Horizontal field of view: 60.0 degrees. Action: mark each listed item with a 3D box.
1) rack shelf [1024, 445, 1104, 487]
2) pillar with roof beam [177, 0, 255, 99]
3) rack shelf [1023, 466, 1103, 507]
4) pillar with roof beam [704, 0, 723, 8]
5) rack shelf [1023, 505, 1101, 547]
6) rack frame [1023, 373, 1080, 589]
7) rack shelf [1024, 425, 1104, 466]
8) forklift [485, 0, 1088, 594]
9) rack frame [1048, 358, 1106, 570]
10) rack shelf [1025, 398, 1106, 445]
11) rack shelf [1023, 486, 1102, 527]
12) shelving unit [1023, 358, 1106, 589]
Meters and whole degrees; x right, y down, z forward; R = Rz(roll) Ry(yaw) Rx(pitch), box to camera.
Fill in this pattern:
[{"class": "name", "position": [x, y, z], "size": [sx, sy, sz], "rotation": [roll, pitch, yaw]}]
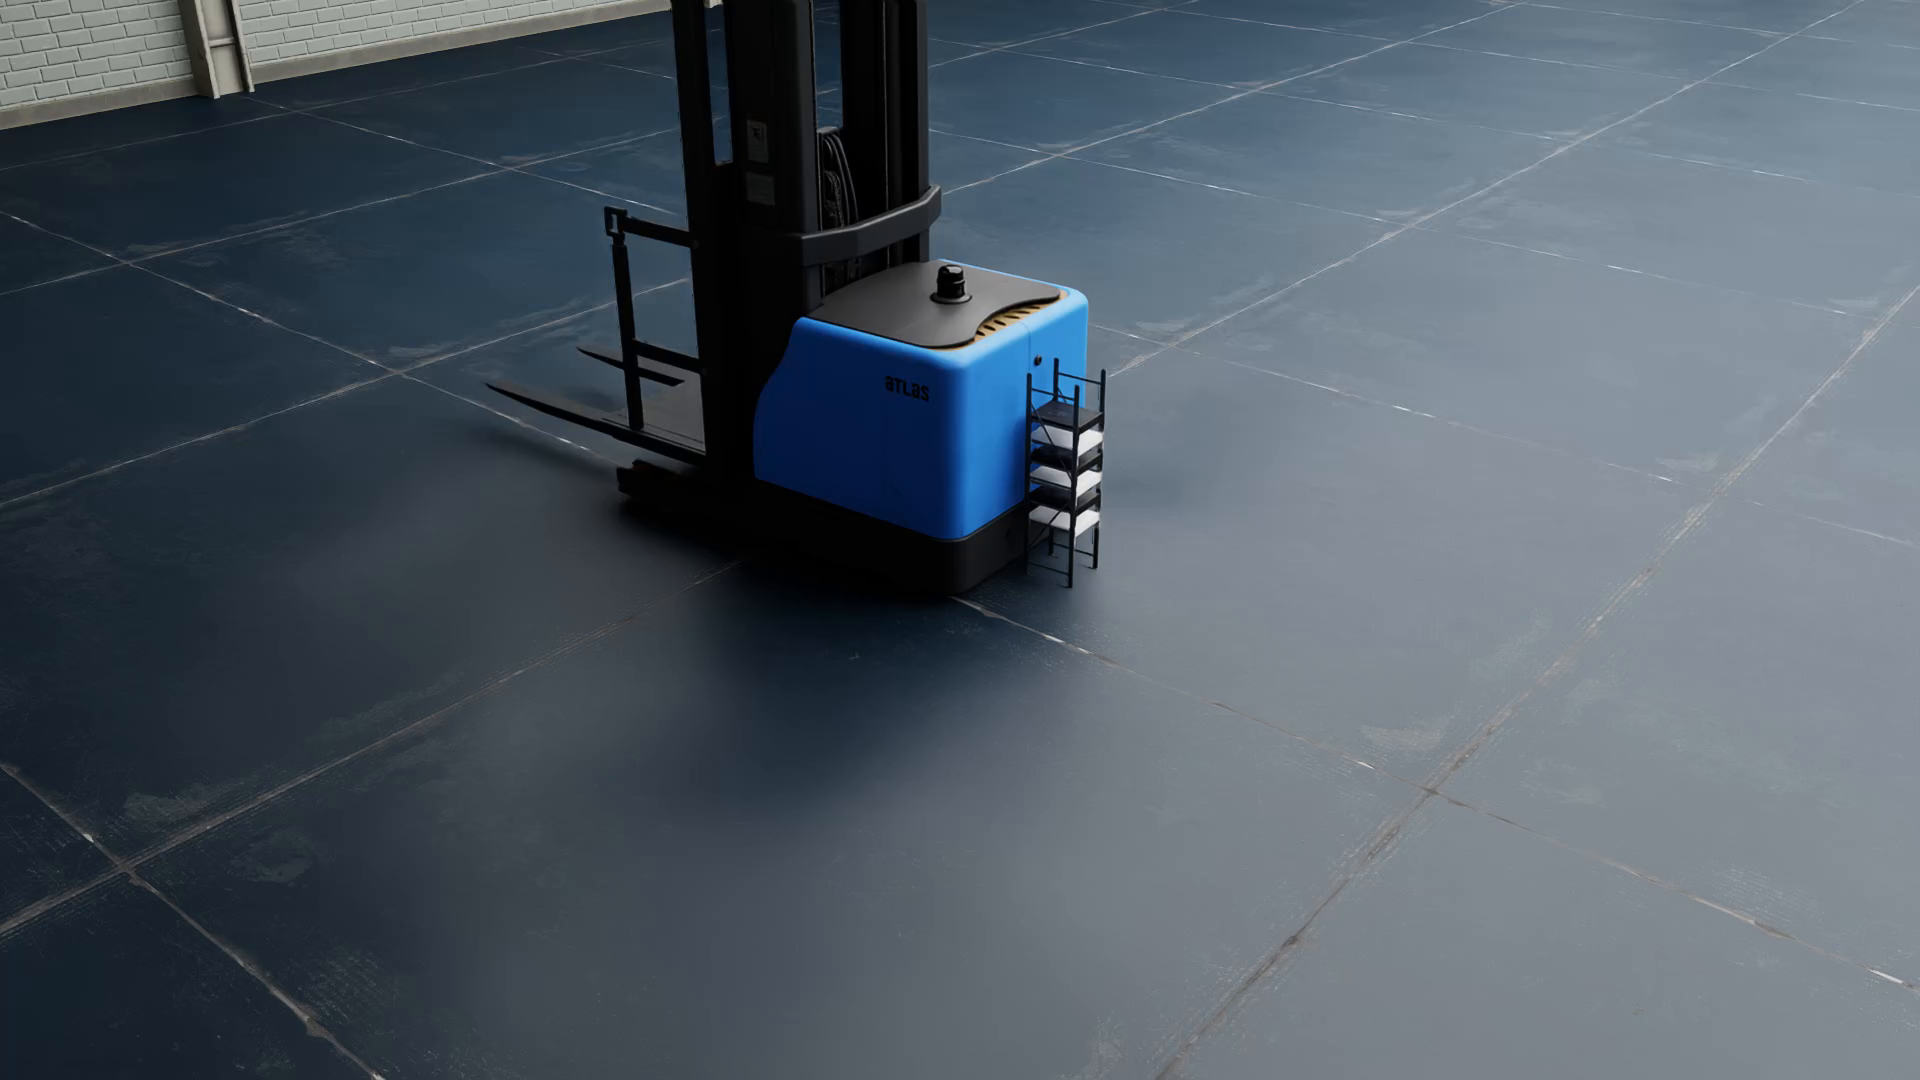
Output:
[{"class": "rack shelf", "position": [0.422, -0.317, 6.760], "size": [0.258, 0.077, 0.200], "rotation": [18, 32, 30]}, {"class": "pillar with roof beam", "position": [-3.349, -6.806, 10.613], "size": [9.100, 9.000, 0.400], "rotation": [21, 34, 34]}, {"class": "rack shelf", "position": [0.422, -0.237, 6.801], "size": [0.258, 0.077, 0.200], "rotation": [18, 32, 30]}, {"class": "pillar with roof beam", "position": [0.467, -8.933, 14.725], "size": [9.100, 9.000, 0.400], "rotation": [21, 34, 34]}, {"class": "rack shelf", "position": [0.422, -0.077, 6.884], "size": [0.258, 0.077, 0.200], "rotation": [18, 32, 30]}, {"class": "rack frame", "position": [0.364, -0.228, 6.711], "size": [0.240, 0.900, 0.006], "rotation": [18, 32, 30]}, {"class": "rack shelf", "position": [0.422, -0.397, 6.718], "size": [0.258, 0.077, 0.200], "rotation": [18, 32, 30]}, {"class": "forklift", "position": [-0.942, -1.602, 7.158], "size": [3.031, 2.935, 1.130], "rotation": [18, 33, 31]}, {"class": "rack frame", "position": [0.480, -0.305, 6.860], "size": [0.240, 0.900, 0.006], "rotation": [18, 32, 30]}, {"class": "rack shelf", "position": [0.422, -0.477, 6.677], "size": [0.258, 0.077, 0.200], "rotation": [18, 32, 30]}, {"class": "rack shelf", "position": [0.422, -0.157, 6.842], "size": [0.258, 0.077, 0.200], "rotation": [18, 32, 30]}, {"class": "shelving unit", "position": [0.422, -0.267, 6.786], "size": [0.258, 0.900, 0.210], "rotation": [18, 32, 30]}]
